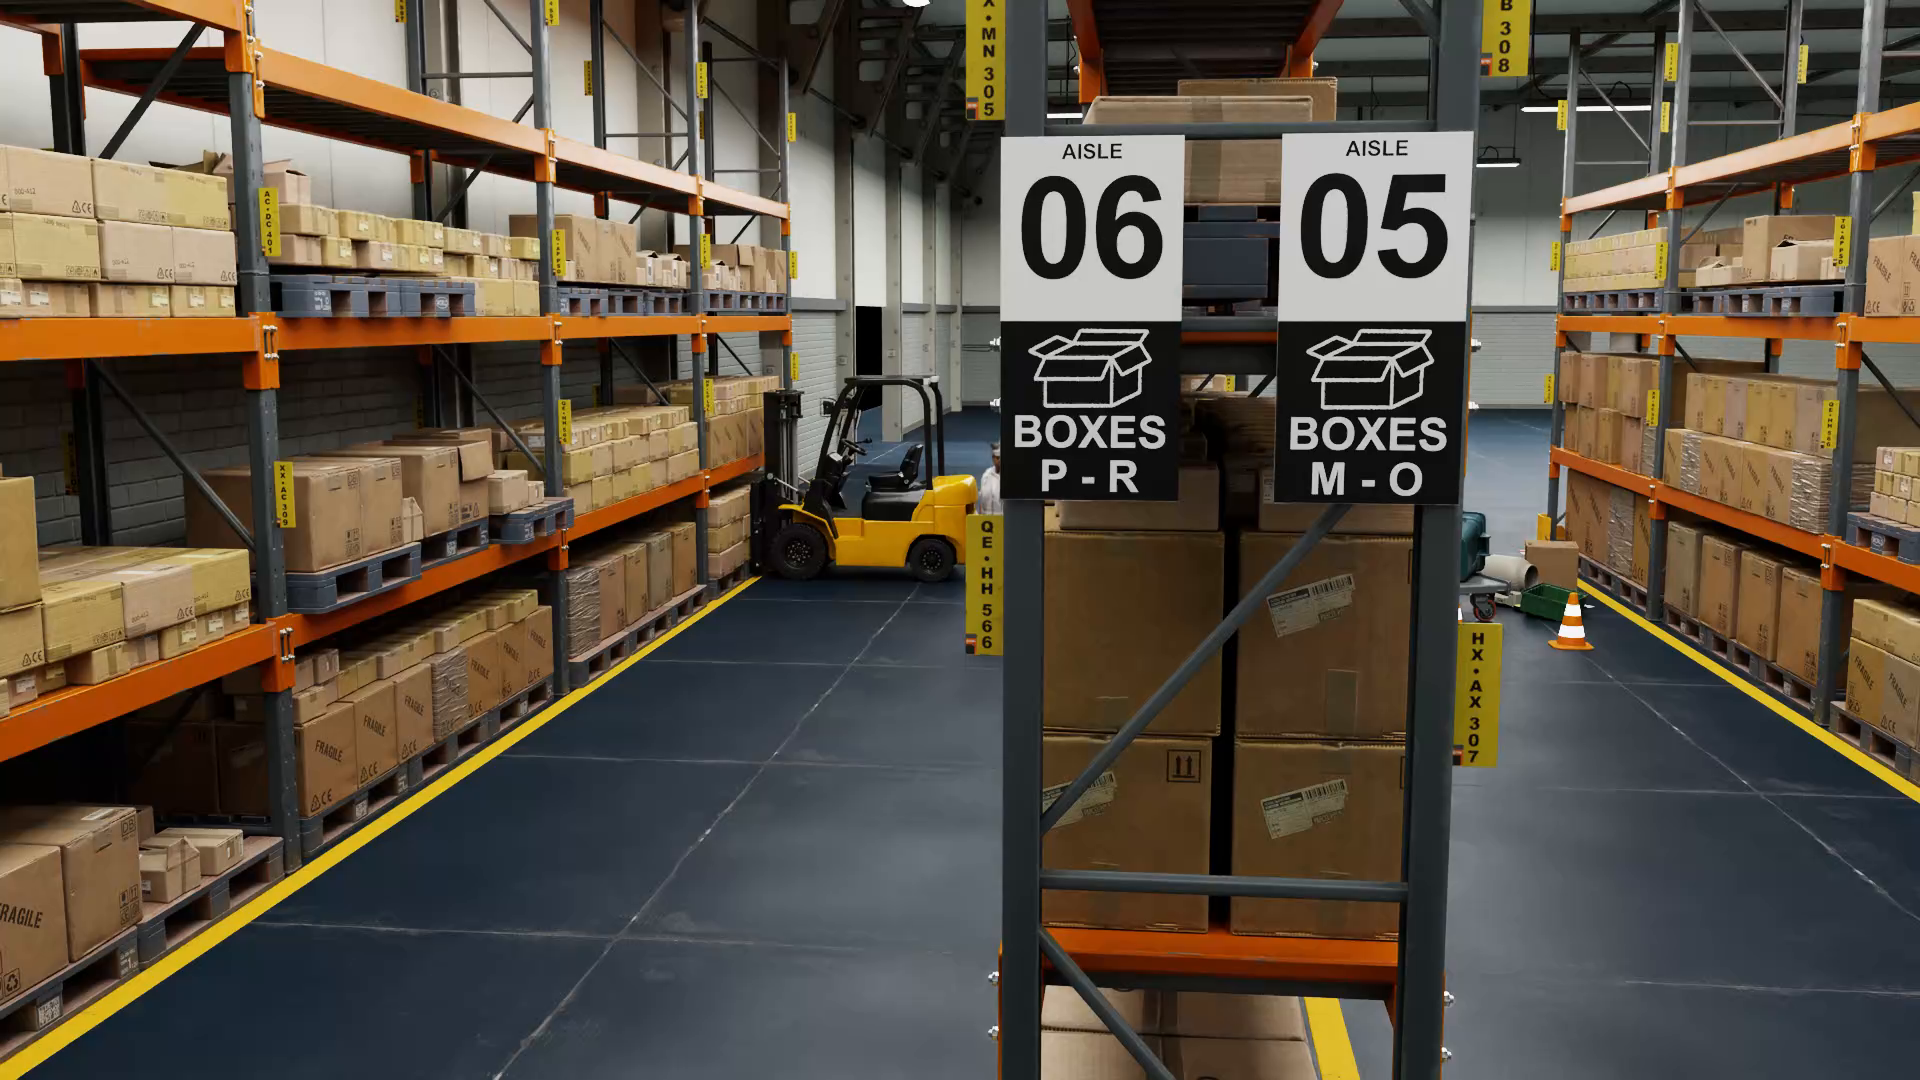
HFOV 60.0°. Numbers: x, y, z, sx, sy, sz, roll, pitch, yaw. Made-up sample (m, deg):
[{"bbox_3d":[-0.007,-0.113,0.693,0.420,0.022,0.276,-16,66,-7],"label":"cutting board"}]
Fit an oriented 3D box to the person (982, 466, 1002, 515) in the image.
[{"bbox_3d":[0.402,-0.010,15.461,0.384,1.363,0.507,5,9,33],"label":"person"}]
